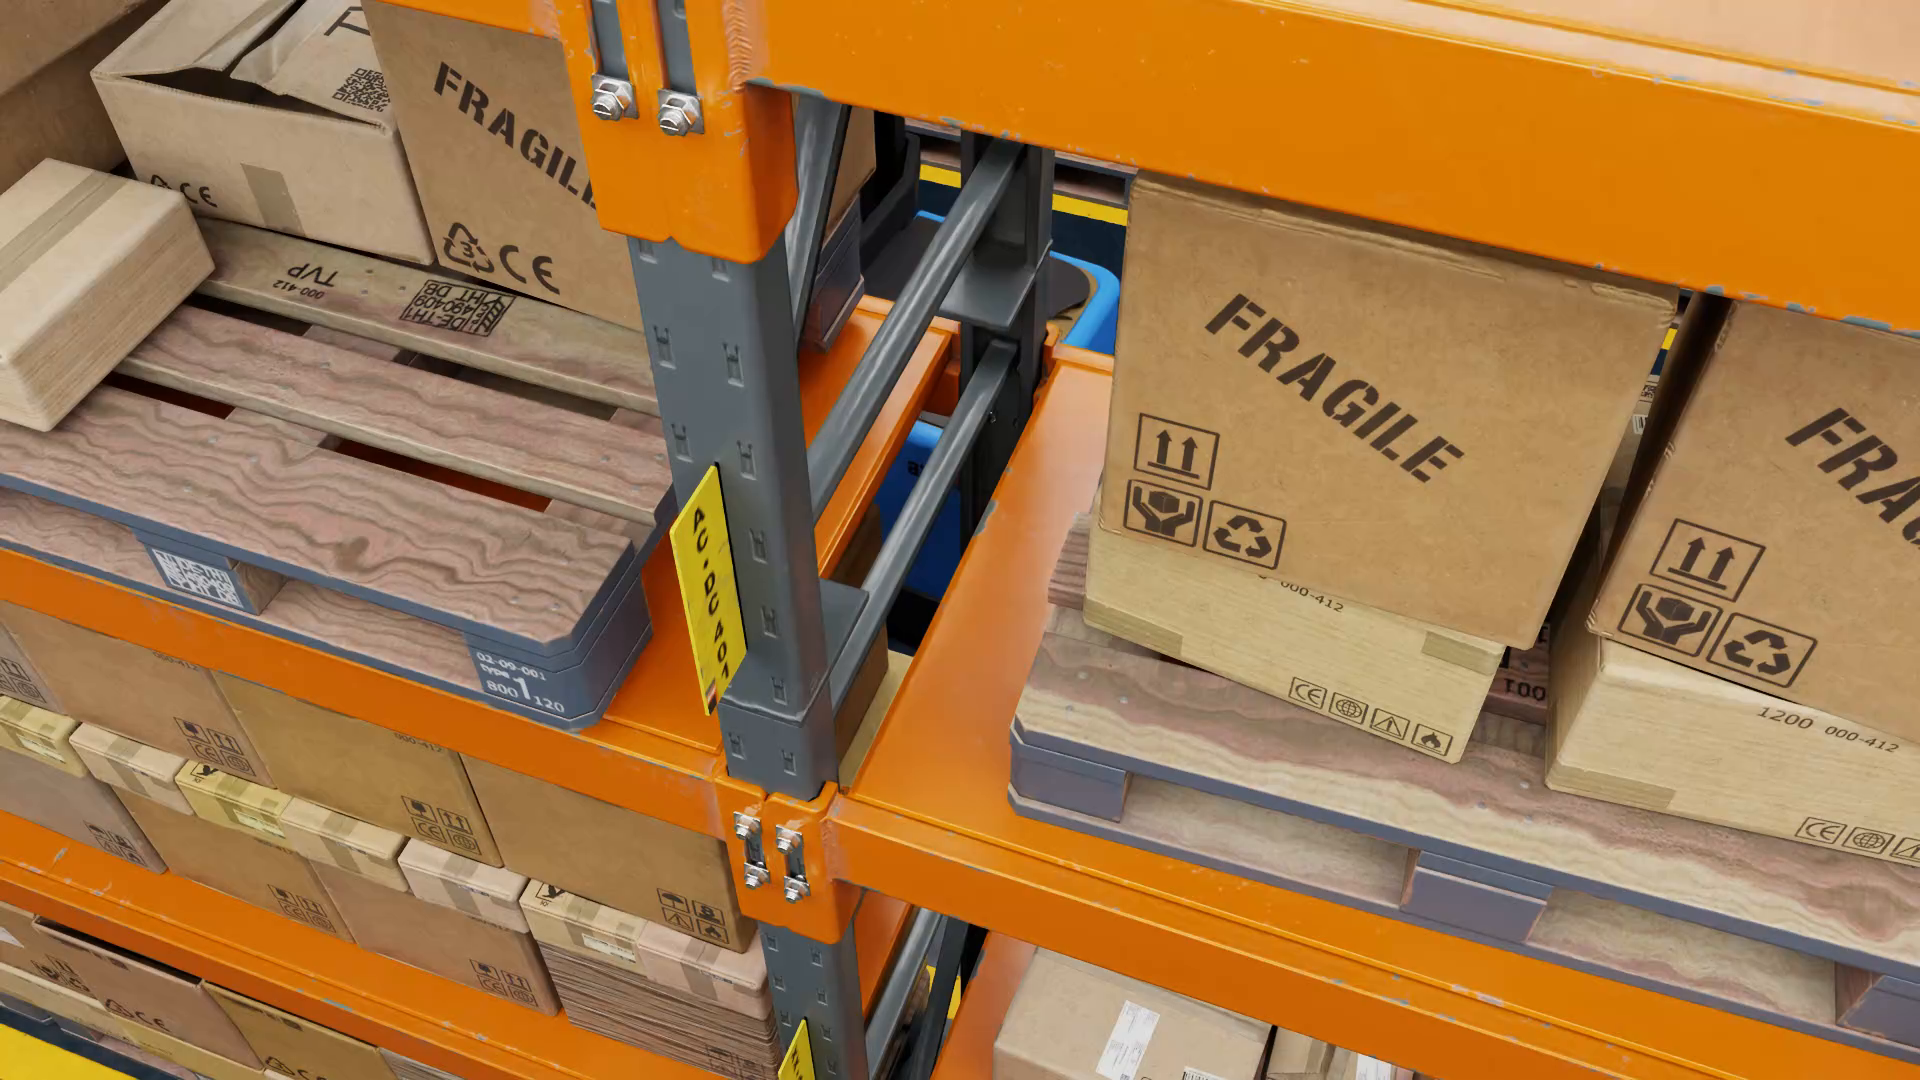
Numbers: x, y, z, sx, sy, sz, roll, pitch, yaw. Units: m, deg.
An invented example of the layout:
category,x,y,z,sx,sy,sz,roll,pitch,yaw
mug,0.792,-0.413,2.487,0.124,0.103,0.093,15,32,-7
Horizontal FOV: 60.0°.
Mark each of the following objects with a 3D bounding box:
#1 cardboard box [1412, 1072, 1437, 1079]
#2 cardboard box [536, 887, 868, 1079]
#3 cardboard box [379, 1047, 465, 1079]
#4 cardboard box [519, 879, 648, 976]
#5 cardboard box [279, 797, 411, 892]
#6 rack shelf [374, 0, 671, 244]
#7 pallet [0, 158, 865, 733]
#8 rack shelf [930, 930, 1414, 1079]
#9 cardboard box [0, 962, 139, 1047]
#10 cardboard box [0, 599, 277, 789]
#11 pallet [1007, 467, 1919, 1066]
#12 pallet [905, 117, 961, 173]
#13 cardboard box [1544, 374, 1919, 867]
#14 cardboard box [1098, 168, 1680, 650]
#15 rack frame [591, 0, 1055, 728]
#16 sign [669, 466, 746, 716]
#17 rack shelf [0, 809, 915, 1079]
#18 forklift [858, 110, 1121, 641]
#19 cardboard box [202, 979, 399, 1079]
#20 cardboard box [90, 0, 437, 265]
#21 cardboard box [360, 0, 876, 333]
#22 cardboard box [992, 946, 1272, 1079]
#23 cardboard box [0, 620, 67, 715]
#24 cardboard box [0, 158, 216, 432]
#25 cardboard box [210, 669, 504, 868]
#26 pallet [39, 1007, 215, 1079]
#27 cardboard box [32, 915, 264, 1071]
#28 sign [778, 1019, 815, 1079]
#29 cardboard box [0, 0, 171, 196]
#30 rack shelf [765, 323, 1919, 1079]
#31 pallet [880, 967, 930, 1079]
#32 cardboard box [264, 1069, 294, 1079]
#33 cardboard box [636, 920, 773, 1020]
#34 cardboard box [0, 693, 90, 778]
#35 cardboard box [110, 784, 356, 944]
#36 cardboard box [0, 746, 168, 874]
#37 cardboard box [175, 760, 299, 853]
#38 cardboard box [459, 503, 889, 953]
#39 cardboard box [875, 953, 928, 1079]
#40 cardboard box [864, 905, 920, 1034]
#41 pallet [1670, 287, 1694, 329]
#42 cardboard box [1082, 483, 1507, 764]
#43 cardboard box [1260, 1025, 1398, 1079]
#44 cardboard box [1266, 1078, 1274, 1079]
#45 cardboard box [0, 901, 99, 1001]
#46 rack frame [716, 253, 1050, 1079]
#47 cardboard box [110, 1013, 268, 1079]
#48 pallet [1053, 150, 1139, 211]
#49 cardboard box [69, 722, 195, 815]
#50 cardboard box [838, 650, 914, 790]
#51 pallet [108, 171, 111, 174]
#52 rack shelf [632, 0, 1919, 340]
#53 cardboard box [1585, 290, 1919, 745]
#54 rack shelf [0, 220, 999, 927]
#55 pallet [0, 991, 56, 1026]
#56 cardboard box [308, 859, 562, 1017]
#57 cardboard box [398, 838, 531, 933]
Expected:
category,x,y,z,sx,sy,sz,roll,pitch,yaw
cardboard box,1.126,1.165,3.190,0.500,0.500,0.500,19,52,16
cardboard box,-0.502,0.702,3.590,0.500,0.500,0.700,14,51,12
cardboard box,-1.059,1.258,4.220,0.500,0.500,0.500,16,51,13
cardboard box,-0.644,0.616,3.236,0.250,0.149,0.380,15,51,12
cardboard box,-1.137,0.481,3.353,0.250,0.149,0.380,15,51,13
rack shelf,-1.959,-1.275,2.141,4.000,0.370,1.077,16,51,13
pallet,-0.892,-0.312,2.609,1.213,0.211,1.003,16,51,13
rack shelf,1.793,1.606,3.349,4.000,0.370,1.077,16,51,13
cardboard box,-2.470,1.120,4.836,0.500,0.250,0.500,16,51,13
cardboard box,-1.446,0.014,3.328,0.500,0.500,0.700,16,51,13
pallet,0.749,0.149,2.278,1.217,0.209,0.805,14,50,12
pallet,-0.161,-2.222,8.036,1.213,0.211,1.003,16,51,13
cardboard box,1.008,0.086,2.027,0.500,0.250,0.500,11,50,10
cardboard box,0.482,-0.280,1.848,0.500,0.500,0.500,16,51,14
rack frame,-0.083,-1.118,1.264,0.127,3.000,1.000,16,51,13
sign,-0.274,0.063,1.831,0.005,0.325,0.100,16,51,13
rack shelf,-1.959,0.559,4.257,4.000,0.370,1.077,16,51,13
forklift,-0.993,-1.331,5.464,3.031,2.935,1.130,20,52,17
cardboard box,-1.529,1.130,4.331,0.500,0.500,0.500,16,51,13
cardboard box,-0.971,-0.750,2.619,0.500,0.311,0.500,13,50,11
cardboard box,-0.464,-0.671,2.425,0.500,0.500,0.500,19,52,16
cardboard box,0.394,0.994,3.503,0.500,0.250,0.500,19,52,15
cardboard box,-1.914,-0.117,3.442,0.500,0.500,0.700,16,51,13
cardboard box,-1.309,-0.359,2.387,0.250,0.149,0.380,16,51,13
cardboard box,-0.976,0.146,3.214,0.500,0.500,0.700,15,51,13
pallet,-1.963,1.204,5.067,1.213,0.211,1.003,16,51,13
cardboard box,-2.003,1.009,4.436,0.500,0.500,0.500,16,51,13
sign,-0.274,0.931,2.833,0.005,0.325,0.100,16,51,13
cardboard box,-1.584,-0.874,2.598,0.637,0.503,0.797,21,52,17
rack shelf,1.793,0.624,2.216,4.000,0.370,1.077,16,51,13
pallet,-0.815,1.522,4.791,1.213,0.211,1.003,16,51,13
cardboard box,-1.534,1.385,4.607,0.500,0.250,0.500,16,51,13
cardboard box,-0.413,0.682,3.178,0.250,0.149,0.380,16,51,13
cardboard box,-1.853,0.281,3.526,0.250,0.149,0.380,17,51,14
cardboard box,-1.468,0.435,3.822,0.500,0.500,0.700,16,51,14
cardboard box,-1.949,0.301,3.938,0.500,0.500,0.700,17,51,14
cardboard box,-1.366,0.414,3.410,0.250,0.149,0.380,15,51,13
cardboard box,-0.502,0.277,3.100,0.500,0.500,0.700,16,51,13
cardboard box,-0.413,1.273,4.703,0.500,0.250,0.500,16,51,13
cardboard box,-0.410,1.021,4.426,0.500,0.500,0.500,16,51,13
pallet,3.509,-1.231,7.178,1.213,0.211,1.003,16,51,13
cardboard box,0.491,-0.056,2.150,0.500,0.250,0.500,20,52,17
cardboard box,0.805,0.991,3.495,0.258,0.266,0.396,14,51,12
cardboard box,0.677,1.306,3.299,0.250,0.149,0.380,16,51,13
cardboard box,-2.466,0.866,4.560,0.500,0.500,0.500,16,51,13
rack frame,-0.083,0.847,3.531,0.127,3.000,1.000,16,51,13
cardboard box,-2.003,1.254,4.720,0.500,0.250,0.500,16,51,13
pallet,0.988,-1.903,7.760,1.213,0.211,1.003,16,51,13
cardboard box,-1.603,0.349,3.468,0.250,0.149,0.380,17,51,14
cardboard box,-0.268,0.394,3.428,0.250,0.149,0.380,16,51,13
pallet,-2.033,-0.632,2.887,1.213,0.211,1.003,16,51,13
rack shelf,1.793,-0.228,1.233,4.000,0.370,1.077,16,51,13
cardboard box,1.024,-0.148,1.733,0.500,0.500,0.500,20,52,17
rack shelf,-1.959,-0.424,3.123,4.000,0.370,1.077,16,51,13
pallet,-3.104,0.883,5.345,1.213,0.211,1.003,16,51,13
cardboard box,-0.999,0.569,3.706,0.500,0.500,0.700,15,51,13
cardboard box,-0.890,0.549,3.294,0.250,0.149,0.380,14,51,12
